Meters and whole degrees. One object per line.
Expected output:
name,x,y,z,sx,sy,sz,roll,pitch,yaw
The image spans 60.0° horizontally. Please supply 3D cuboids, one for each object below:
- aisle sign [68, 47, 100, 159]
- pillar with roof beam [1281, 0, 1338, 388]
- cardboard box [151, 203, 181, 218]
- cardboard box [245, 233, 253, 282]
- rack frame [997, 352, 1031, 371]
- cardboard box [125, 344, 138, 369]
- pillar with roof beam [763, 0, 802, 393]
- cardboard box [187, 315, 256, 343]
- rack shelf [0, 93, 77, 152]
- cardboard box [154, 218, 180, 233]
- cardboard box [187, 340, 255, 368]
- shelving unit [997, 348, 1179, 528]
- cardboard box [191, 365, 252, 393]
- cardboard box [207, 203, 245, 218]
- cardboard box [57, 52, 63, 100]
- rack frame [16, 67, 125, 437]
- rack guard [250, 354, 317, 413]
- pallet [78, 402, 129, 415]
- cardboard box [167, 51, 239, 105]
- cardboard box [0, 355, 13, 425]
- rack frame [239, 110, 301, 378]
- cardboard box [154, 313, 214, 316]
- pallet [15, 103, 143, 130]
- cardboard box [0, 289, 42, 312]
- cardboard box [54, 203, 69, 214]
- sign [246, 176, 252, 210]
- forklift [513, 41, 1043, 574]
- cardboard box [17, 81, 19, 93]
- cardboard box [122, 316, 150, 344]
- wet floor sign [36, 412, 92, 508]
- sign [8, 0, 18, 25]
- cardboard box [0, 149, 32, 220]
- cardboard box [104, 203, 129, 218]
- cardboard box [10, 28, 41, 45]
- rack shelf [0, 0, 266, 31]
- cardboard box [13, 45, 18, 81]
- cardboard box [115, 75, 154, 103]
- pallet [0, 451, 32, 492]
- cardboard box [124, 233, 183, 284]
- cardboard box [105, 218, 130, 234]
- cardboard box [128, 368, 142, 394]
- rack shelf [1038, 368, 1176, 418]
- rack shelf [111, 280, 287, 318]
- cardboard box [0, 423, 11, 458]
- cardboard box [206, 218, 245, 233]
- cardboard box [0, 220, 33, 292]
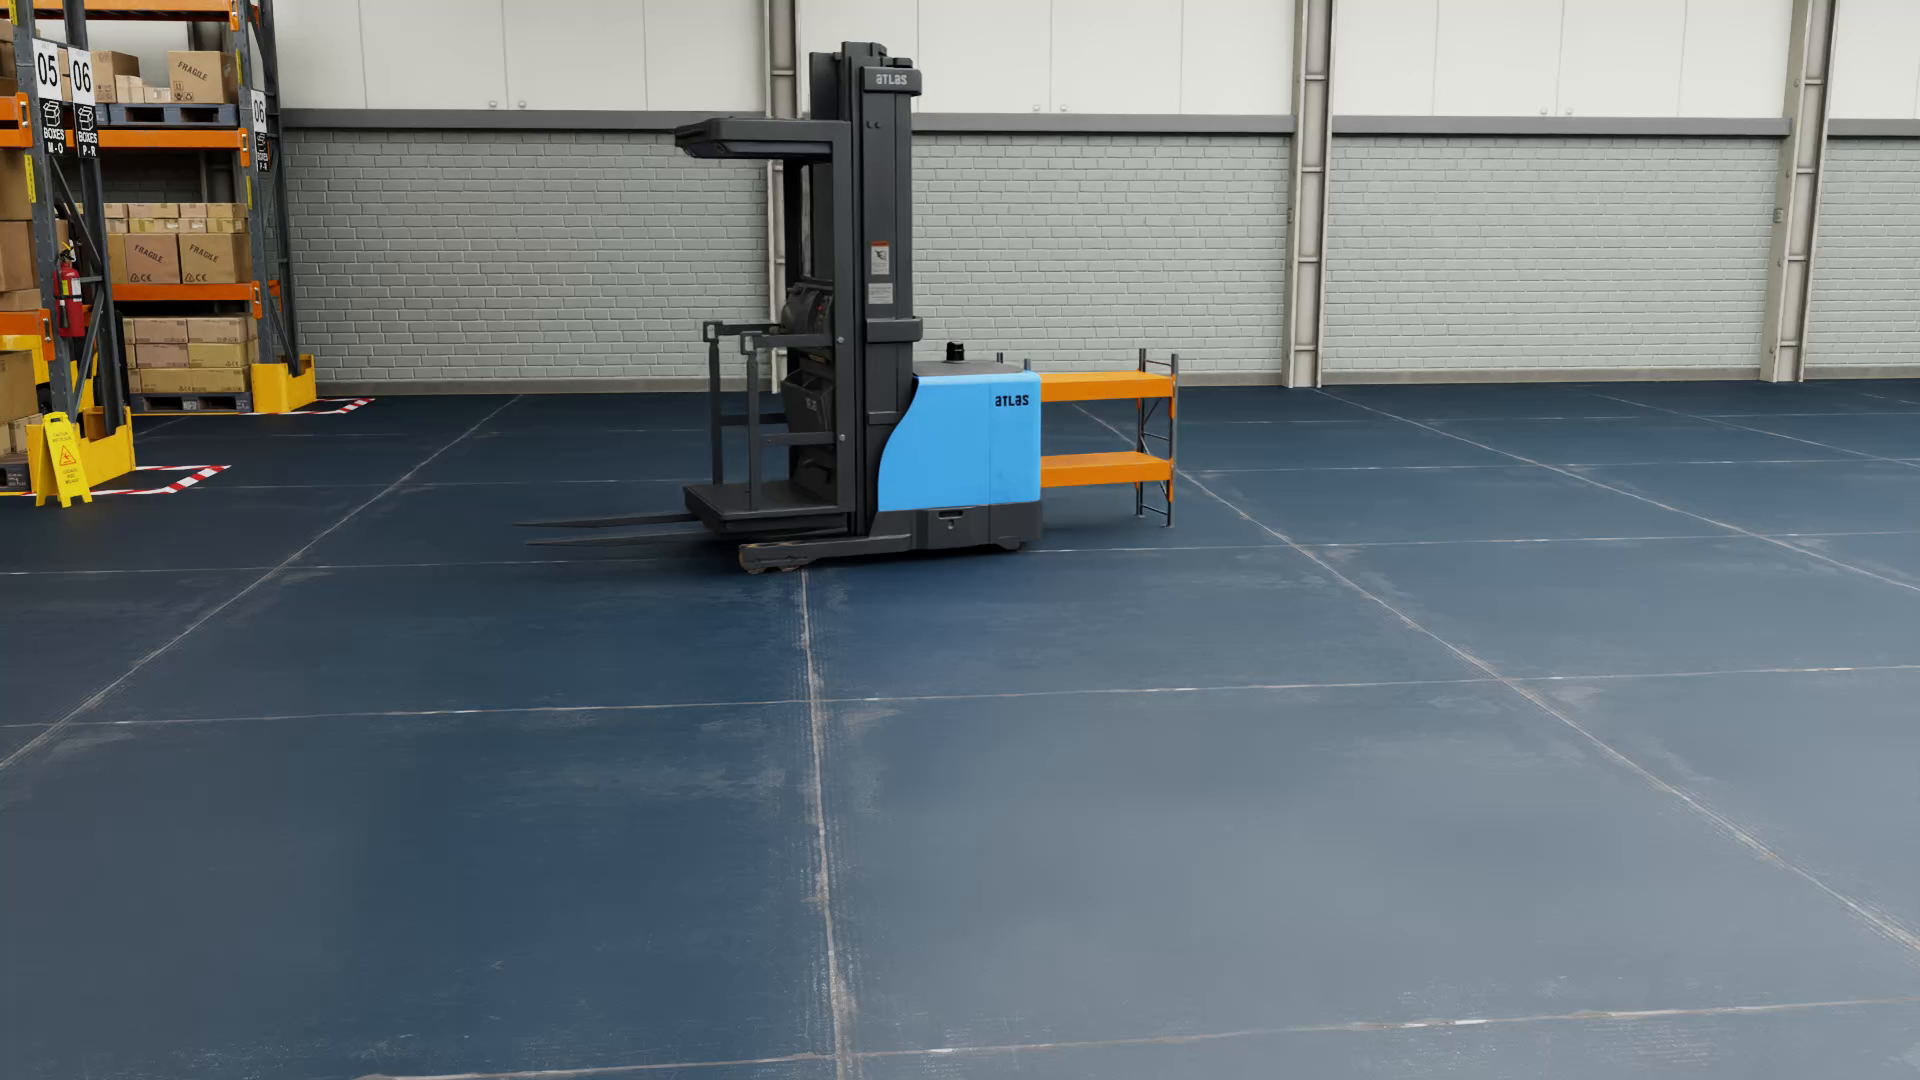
aisle sign,-6.554,-3.262,12.446,0.004,0.787,0.394,-1,11,-6
pillar with roof beam,4.483,-5.404,14.529,0.400,9.000,9.100,-1,11,-6
cardboard box,-7.955,-3.321,16.775,0.250,0.149,0.380,-1,11,-5
cardboard box,-7.645,-2.970,17.439,0.500,0.500,0.500,-1,11,-4
rack frame,0.335,-0.605,10.532,0.032,1.125,0.500,-4,12,-20
cardboard box,-8.583,-1.887,16.932,0.500,0.250,0.500,-1,11,-7
pillar with roof beam,-1.482,-5.279,13.893,0.400,9.000,9.100,-1,11,-6
cardboard box,-7.546,-2.156,17.005,0.500,0.250,0.500,-1,11,-4
rack shelf,-8.571,-3.003,11.956,4.000,0.370,1.077,-1,11,-6
cardboard box,-7.952,-3.179,16.824,0.250,0.149,0.380,-1,11,-5
cardboard box,-7.572,-1.910,17.050,0.500,0.250,0.500,-1,11,-7
shelving unit,0.811,-0.640,10.706,1.048,1.125,0.538,-4,12,-20
cardboard box,-7.555,-1.664,17.097,0.500,0.250,0.500,-1,11,-6
cardboard box,-7.455,-3.343,16.885,0.250,0.149,0.380,-1,11,-6
cardboard box,-9.151,-4.592,16.560,0.637,0.503,0.797,-1,11,-4
rack frame,-6.582,-1.926,12.388,0.127,3.000,1.000,-1,11,-6
rack guard,-7.098,-1.652,17.473,0.348,0.500,1.175,-1,11,-6
pallet,-9.088,-1.461,17.251,1.213,0.211,1.003,-1,11,-6
cardboard box,-7.536,-4.598,16.596,0.500,0.500,0.500,-1,11,-4
cardboard box,-7.351,-1.084,12.201,0.500,0.500,0.500,-1,11,-6
rack frame,-7.122,-2.878,17.230,0.127,3.000,1.000,-1,11,-6
cardboard box,-8.117,-2.240,17.435,0.500,0.250,0.500,-1,11,-6
pallet,-9.043,-4.270,16.767,1.213,0.211,1.003,-1,11,-6
cardboard box,-6.931,-1.754,12.164,0.250,0.149,0.380,-1,11,-4
cardboard box,-8.980,-3.310,16.717,0.250,0.149,0.380,-1,11,-5
sign,-7.077,-3.458,16.564,0.005,0.325,0.100,-1,11,-6
forklift,-1.075,-1.361,9.692,3.031,2.935,1.130,-4,12,-20
cardboard box,-6.947,-3.330,12.405,0.250,0.149,0.380,-1,11,-6
cardboard box,-8.554,-2.132,16.882,0.500,0.250,0.500,-1,11,-5
wet floor sign,-6.278,-0.569,11.592,0.232,0.644,0.267,3,11,14
sign,-6.542,-3.725,11.470,0.005,0.325,0.100,-1,11,-6
cardboard box,-7.067,-2.559,11.986,0.500,0.500,0.700,-1,11,-7
cardboard box,-8.457,-3.304,16.685,0.250,0.149,0.380,-1,11,-5
cardboard box,-6.958,-3.697,12.207,0.250,0.149,0.380,-1,11,-6
rack shelf,-9.110,-5.230,16.547,4.000,0.370,1.077,-1,11,-6
cardboard box,-7.111,-3.511,12.291,0.500,0.250,0.500,-1,11,-7
cardboard box,-8.165,-4.458,16.492,0.258,0.266,0.396,-1,11,-6
pallet,-7.469,-0.546,12.598,1.213,0.211,1.003,-1,11,-6
cardboard box,-8.100,-2.857,16.866,0.500,0.500,0.500,-1,11,-4
cardboard box,-8.460,-3.162,16.734,0.250,0.149,0.380,-2,11,-8
cardboard box,-8.549,-1.647,17.009,0.500,0.250,0.500,-1,11,-5
rack shelf,0.811,-0.927,10.650,1.000,0.278,0.538,-4,12,-20
rack shelf,-9.110,-2.483,17.087,4.000,0.370,1.077,-1,11,-6
cardboard box,-7.381,-0.714,12.262,0.500,0.250,0.500,-1,11,-6
cardboard box,-7.437,-3.184,16.847,0.250,0.149,0.380,-1,11,-5
cardboard box,-7.092,-2.057,12.024,0.500,0.500,0.500,-1,11,-7
